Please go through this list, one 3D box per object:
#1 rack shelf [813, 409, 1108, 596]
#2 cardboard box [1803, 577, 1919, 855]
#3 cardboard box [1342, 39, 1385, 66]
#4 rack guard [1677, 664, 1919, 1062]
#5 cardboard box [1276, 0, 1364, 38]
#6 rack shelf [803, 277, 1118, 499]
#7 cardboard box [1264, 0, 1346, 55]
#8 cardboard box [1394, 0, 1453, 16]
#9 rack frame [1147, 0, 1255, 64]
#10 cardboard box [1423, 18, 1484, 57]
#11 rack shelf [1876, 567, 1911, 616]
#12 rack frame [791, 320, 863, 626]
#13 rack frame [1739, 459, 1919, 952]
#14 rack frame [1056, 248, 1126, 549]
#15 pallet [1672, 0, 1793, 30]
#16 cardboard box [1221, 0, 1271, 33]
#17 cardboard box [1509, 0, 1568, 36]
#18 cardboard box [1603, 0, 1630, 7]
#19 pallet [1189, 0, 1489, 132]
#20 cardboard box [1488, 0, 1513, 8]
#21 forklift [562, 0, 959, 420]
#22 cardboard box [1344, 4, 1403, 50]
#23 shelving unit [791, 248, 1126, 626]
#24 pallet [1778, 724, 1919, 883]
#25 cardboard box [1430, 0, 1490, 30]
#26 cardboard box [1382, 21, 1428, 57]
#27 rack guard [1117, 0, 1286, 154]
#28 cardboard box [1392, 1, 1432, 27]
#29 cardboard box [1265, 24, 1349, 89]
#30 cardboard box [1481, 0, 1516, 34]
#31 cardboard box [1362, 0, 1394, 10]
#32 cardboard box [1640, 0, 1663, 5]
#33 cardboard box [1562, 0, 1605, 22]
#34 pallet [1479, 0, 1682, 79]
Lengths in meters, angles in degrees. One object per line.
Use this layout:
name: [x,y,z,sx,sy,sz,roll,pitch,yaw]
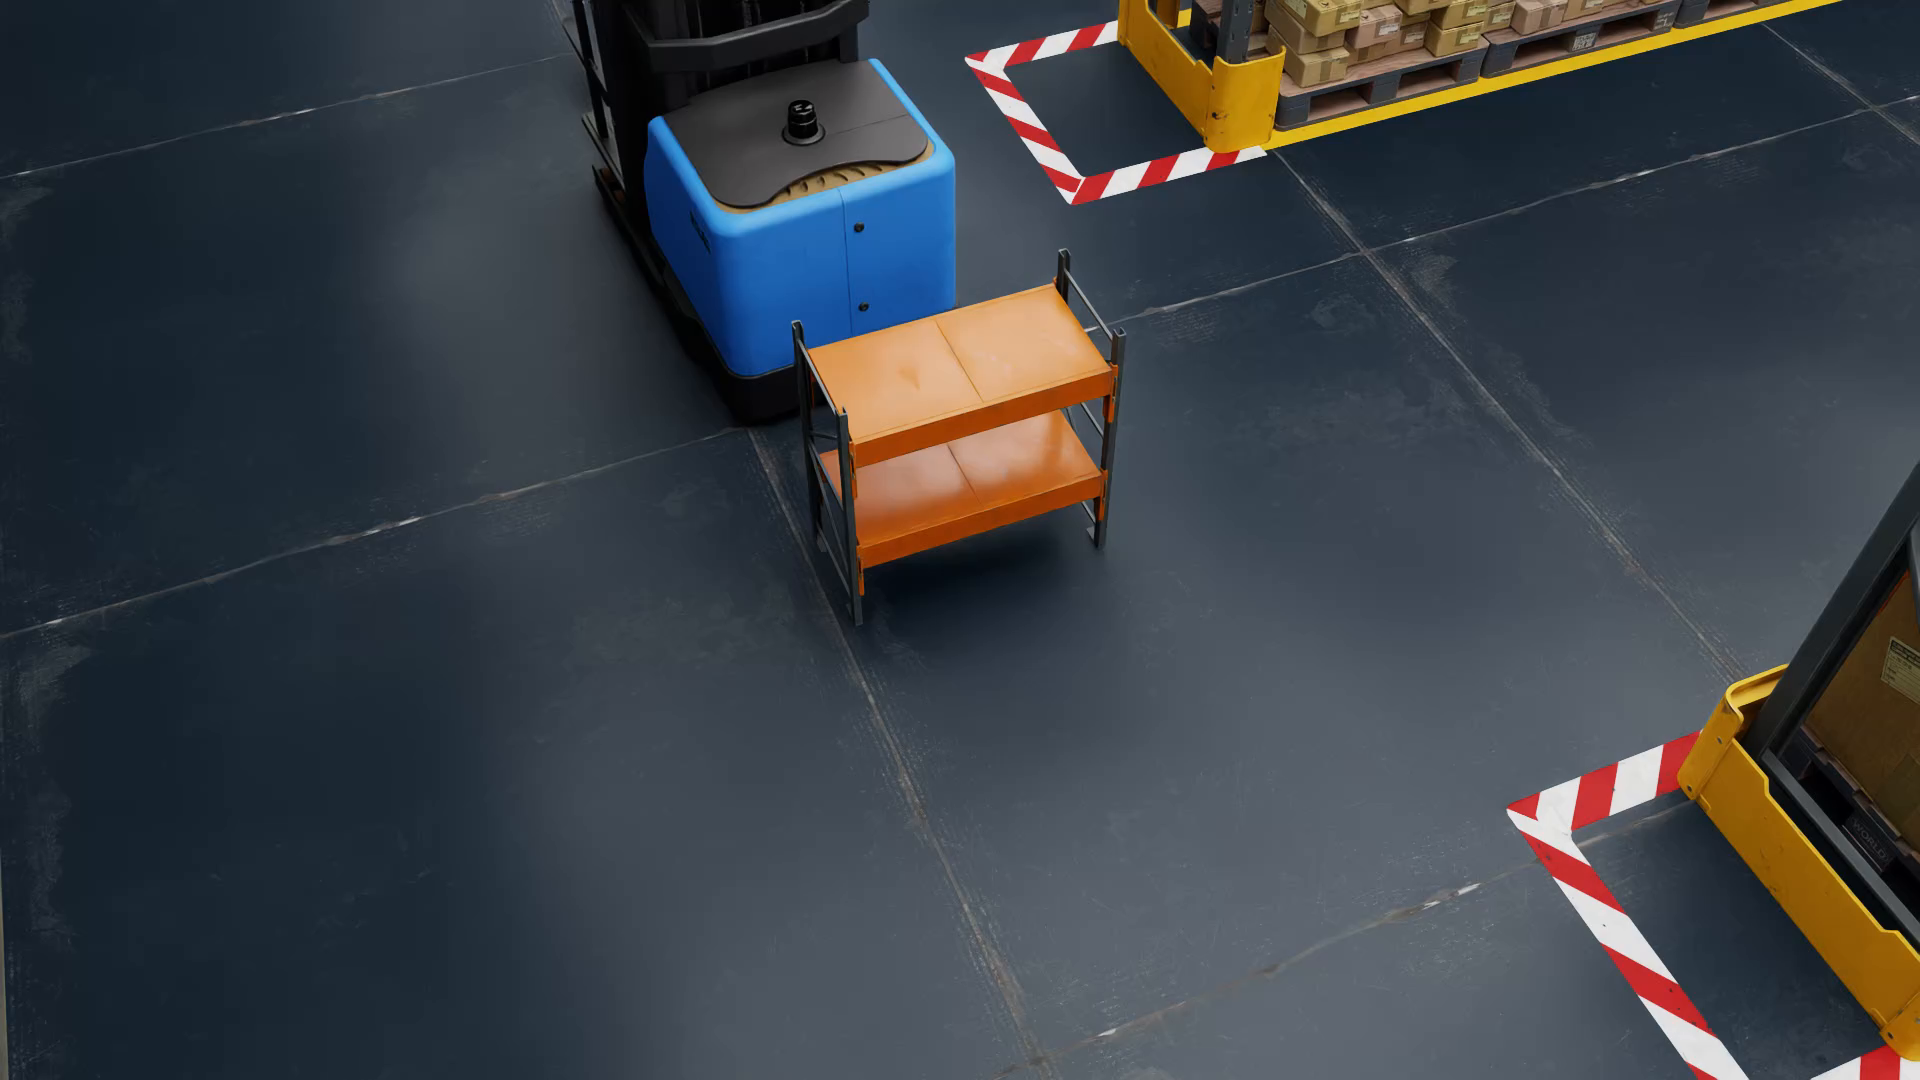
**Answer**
rack shelf: [-0.006,-0.205,6.348,1.000,0.278,0.538,-17,52,-14]
cardboard box: [3.472,0.516,5.294,0.875,0.875,0.875,-17,52,-14]
cardboard box: [1.946,-2.578,8.430,0.250,0.149,0.380,-17,52,-14]
rack guard: [2.888,1.022,5.384,0.348,0.500,1.175,-17,52,-14]
cardboard box: [1.742,-2.626,8.079,0.250,0.149,0.380,-19,52,-16]
rack shelf: [-0.006,-0.555,5.940,1.000,0.278,0.538,-17,52,-14]
cardboard box: [1.711,-2.587,8.242,0.250,0.149,0.380,-15,51,-13]
cardboard box: [2.233,-2.771,8.204,0.250,0.149,0.380,-17,52,-14]
rack frame: [1.128,-3.312,7.458,0.127,3.000,1.000,-17,52,-14]
cardboard box: [2.451,-2.651,8.492,0.250,0.149,0.380,-17,51,-14]
rack shelf: [4.762,-0.139,5.207,4.000,0.370,1.077,-17,52,-14]
rack frame: [-0.477,-0.219,6.037,0.032,1.125,0.500,-17,52,-14]
rack frame: [2.910,0.200,4.441,0.127,3.000,1.000,-17,52,-14]
rack frame: [0.464,-0.510,6.288,0.032,1.125,0.500,-17,52,-14]
pallet: [4.223,-3.334,9.314,1.213,0.211,1.003,-17,52,-14]
cardboard box: [1.537,-2.818,8.636,0.250,0.149,0.380,-16,51,-14]
cardboard box: [2.915,-2.801,8.621,0.250,0.149,0.380,-20,52,-16]
cardboard box: [3.372,-2.991,8.785,0.250,0.149,0.380,-16,51,-14]
pallet: [1.964,-2.634,8.713,1.213,0.211,1.003,-17,52,-14]
cardboard box: [2.667,-2.899,8.509,0.250,0.149,0.380,-19,52,-16]
forklift: [-1.097,-2.586,6.880,1.130,2.935,3.031,-20,52,-16]
cardboard box: [1.985,-2.626,8.275,0.250,0.149,0.380,-17,52,-14]
shelving unit: [-0.006,-0.365,6.162,1.048,1.125,0.538,-17,52,-14]
pallet: [3.621,0.825,5.744,1.213,0.211,1.003,-17,52,-14]
cardboard box: [2.457,-2.756,8.386,0.250,0.149,0.380,-16,51,-13]
cardboard box: [2.173,-2.654,8.495,0.250,0.149,0.380,-17,51,-14]
rack guard: [1.199,-2.520,8.425,0.348,0.500,1.175,-17,52,-14]
cardboard box: [2.179,-2.758,8.389,0.250,0.149,0.380,-17,51,-14]
cardboard box: [1.734,-2.446,8.316,0.250,0.149,0.380,-16,51,-14]
cardboard box: [2.651,-2.791,8.612,0.250,0.149,0.380,-17,51,-14]
cardboard box: [1.952,-2.789,8.219,0.250,0.149,0.380,-16,51,-14]
cardboard box: [3.639,-3.019,8.808,0.250,0.149,0.380,-17,52,-14]
cardboard box: [3.161,-2.899,8.705,0.250,0.149,0.380,-17,52,-14]
pallet: [3.092,-2.981,9.011,1.213,0.211,1.003,-17,52,-14]
